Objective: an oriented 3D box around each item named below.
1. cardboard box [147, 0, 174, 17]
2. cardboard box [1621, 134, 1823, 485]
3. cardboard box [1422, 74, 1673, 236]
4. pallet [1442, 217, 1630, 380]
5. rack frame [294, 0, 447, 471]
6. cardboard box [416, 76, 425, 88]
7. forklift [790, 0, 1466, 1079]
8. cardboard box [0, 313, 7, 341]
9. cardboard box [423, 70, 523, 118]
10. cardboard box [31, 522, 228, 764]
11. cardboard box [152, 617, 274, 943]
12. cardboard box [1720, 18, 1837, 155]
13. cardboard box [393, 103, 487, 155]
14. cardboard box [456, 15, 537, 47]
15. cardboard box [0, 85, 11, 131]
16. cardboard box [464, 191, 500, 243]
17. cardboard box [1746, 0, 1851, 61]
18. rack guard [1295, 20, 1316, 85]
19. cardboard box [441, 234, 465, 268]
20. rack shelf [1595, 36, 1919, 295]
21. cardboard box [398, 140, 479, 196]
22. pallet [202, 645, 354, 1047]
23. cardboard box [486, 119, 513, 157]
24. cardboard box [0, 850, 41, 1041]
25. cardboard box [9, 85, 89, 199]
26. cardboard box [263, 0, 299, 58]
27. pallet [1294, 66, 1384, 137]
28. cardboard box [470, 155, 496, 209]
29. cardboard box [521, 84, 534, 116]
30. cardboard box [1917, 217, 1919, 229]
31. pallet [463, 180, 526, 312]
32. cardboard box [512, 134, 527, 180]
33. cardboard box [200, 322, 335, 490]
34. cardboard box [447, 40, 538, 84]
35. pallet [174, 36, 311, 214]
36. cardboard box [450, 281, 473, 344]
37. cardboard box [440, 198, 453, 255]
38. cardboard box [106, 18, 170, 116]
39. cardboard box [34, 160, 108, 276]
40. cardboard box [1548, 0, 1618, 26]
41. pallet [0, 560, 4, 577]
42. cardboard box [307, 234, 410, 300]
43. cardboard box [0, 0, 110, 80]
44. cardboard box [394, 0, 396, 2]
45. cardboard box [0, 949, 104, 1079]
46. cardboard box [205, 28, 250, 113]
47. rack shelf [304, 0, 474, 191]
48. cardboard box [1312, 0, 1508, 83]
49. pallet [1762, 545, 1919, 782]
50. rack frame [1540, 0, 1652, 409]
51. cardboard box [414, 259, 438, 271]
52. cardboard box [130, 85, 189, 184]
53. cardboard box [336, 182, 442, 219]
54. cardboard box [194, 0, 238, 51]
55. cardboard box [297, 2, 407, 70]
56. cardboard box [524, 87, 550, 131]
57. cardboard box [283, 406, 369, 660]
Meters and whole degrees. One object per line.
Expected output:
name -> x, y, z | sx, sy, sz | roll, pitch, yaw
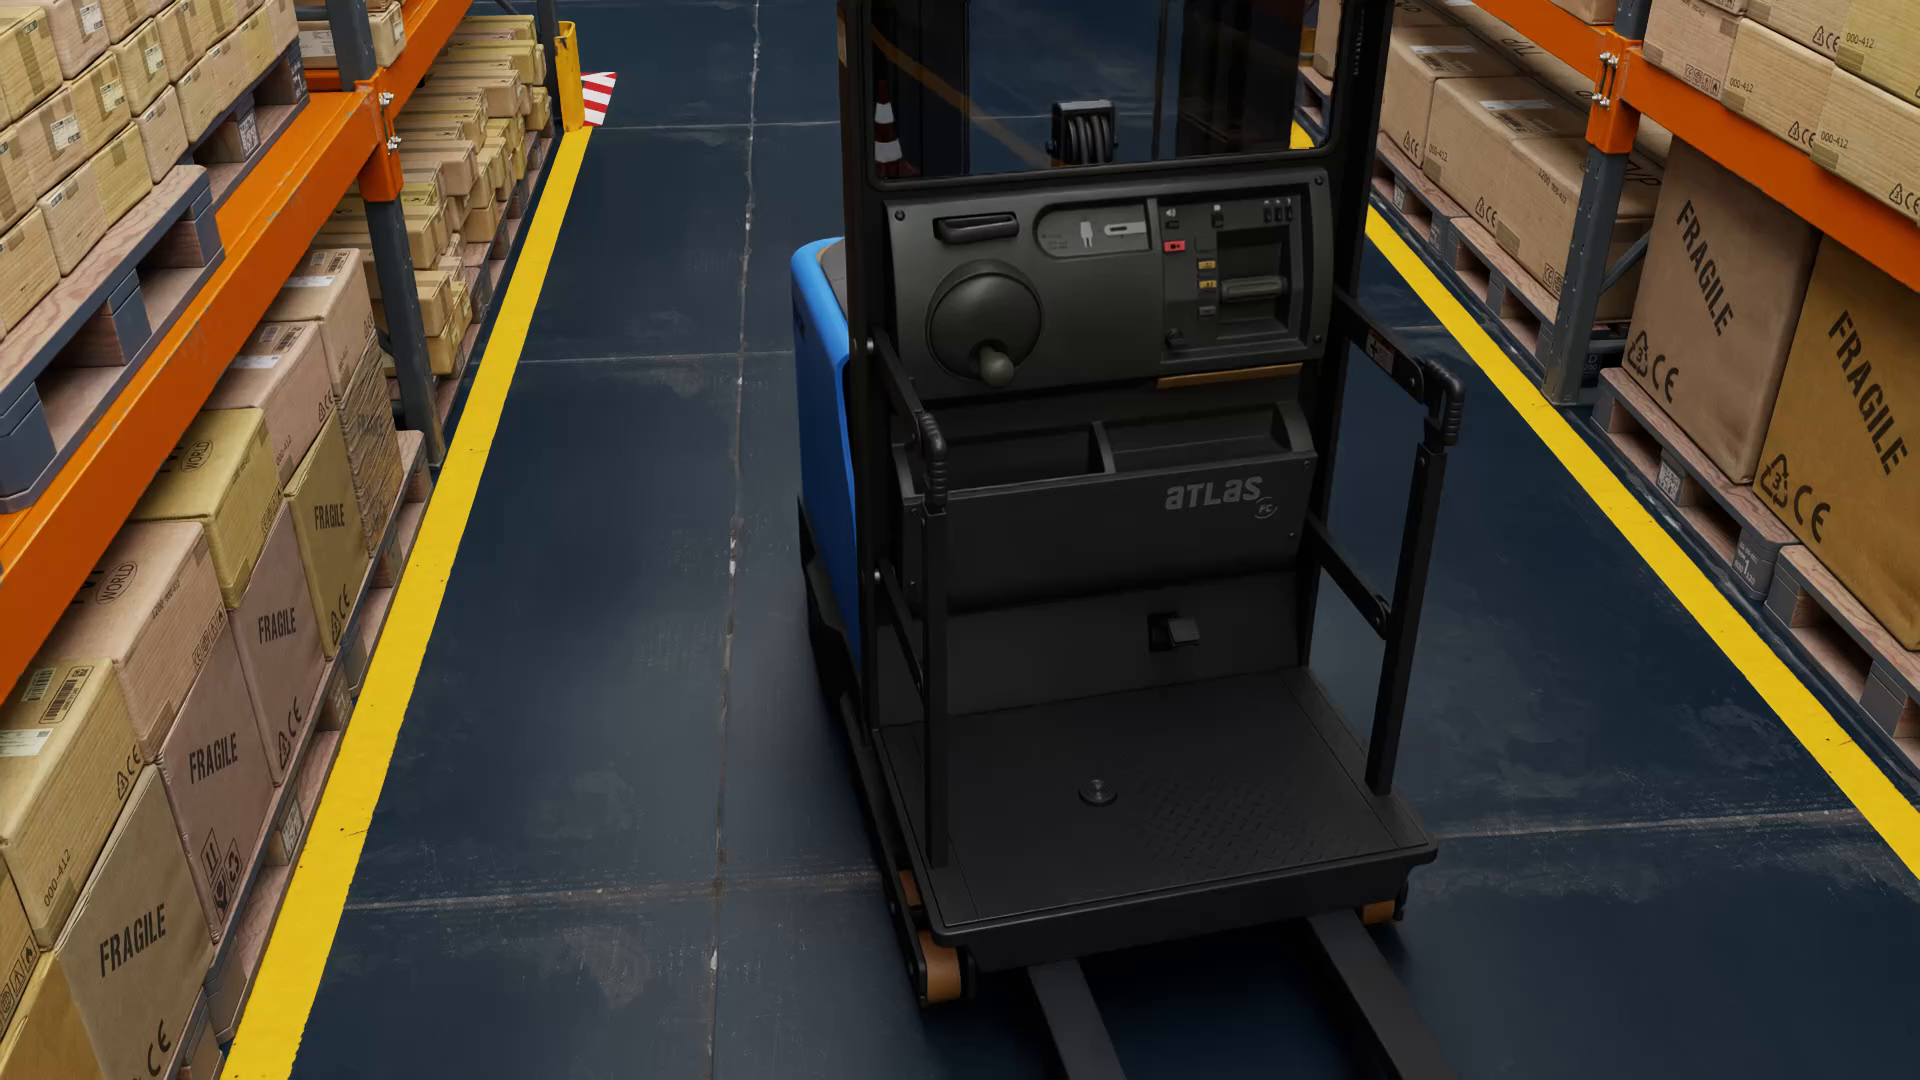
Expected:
cardboard box -> -1.963, -1.262, 3.694 | 0.380, 0.149, 0.250 | -3, 31, -5
cardboard box -> 2.789, -0.777, 5.289 | 0.875, 0.875, 0.875 | -2, 31, -3
cardboard box -> 2.615, -1.685, 7.235 | 0.875, 0.438, 0.875 | -4, 31, -6
pallet -> 2.658, -1.017, 6.747 | 1.003, 0.211, 1.213 | -3, 31, -5
rack frame -> -2.268, -1.533, 4.892 | 1.000, 3.000, 0.127 | -3, 31, -5
cardboard box -> -2.768, -2.116, 7.949 | 0.380, 0.149, 0.250 | -2, 31, -4
forklift -> 0.369, -0.479, 3.193 | 1.130, 2.935, 3.031 | -7, 32, -12
cardboard box -> -1.840, -0.350, 2.746 | 0.380, 0.149, 0.250 | -2, 31, -3
cardboard box -> -2.181, -2.002, 7.467 | 0.380, 0.149, 0.250 | -2, 31, -3
cardboard box -> -1.798, 0.204, 3.280 | 0.500, 0.250, 0.500 | -3, 31, -4
cardboard box -> -1.809, 0.510, 3.499 | 0.500, 0.500, 0.500 | -4, 31, -6
cardboard box -> 2.479, -1.256, 4.574 | 0.500, 0.250, 0.500 | -3, 31, -6
cardboard box -> -2.214, -1.730, 7.011 | 0.380, 0.149, 0.250 | -3, 31, -4
cardboard box -> -2.340, -2.529, 8.349 | 0.380, 0.149, 0.250 | -2, 31, -4
cardboard box -> -1.869, -0.735, 2.811 | 0.380, 0.149, 0.250 | -2, 31, -3
cardboard box -> -2.144, -1.351, 6.958 | 0.380, 0.149, 0.250 | -4, 31, -6
cardboard box -> 2.488, -1.469, 4.443 | 0.500, 0.250, 0.500 | -2, 31, -4
rack guard -> 2.275, -2.803, 9.456 | 1.175, 0.500, 0.348 | -3, 31, -5
cardboard box -> -2.155, -1.078, 6.501 | 0.380, 0.149, 0.250 | -3, 31, -6
rack shelf -> 2.838, -0.492, 3.850 | 1.077, 0.370, 4.000 | -3, 31, -5
cardboard box -> -2.123, -1.467, 6.571 | 0.380, 0.149, 0.250 | -2, 31, -4
pallet -> -2.077, 0.686, 3.896 | 1.003, 0.211, 1.213 | -3, 31, -5
cardboard box -> -2.191, -1.743, 7.323 | 0.380, 0.149, 0.250 | -1, 31, -2
cardboard box -> -1.718, 0.716, 2.423 | 0.500, 0.250, 0.500 | -4, 31, -7
cardboard box -> -1.890, -0.743, 3.113 | 0.380, 0.149, 0.250 | -2, 31, -3
cardboard box -> -2.034, -1.412, 4.525 | 0.380, 0.149, 0.250 | -3, 31, -6
pallet -> 2.430, -2.263, 8.832 | 1.003, 0.211, 1.213 | -3, 31, -5
cardboard box -> -2.140, -1.477, 6.878 | 0.380, 0.149, 0.250 | -3, 31, -5
cardboard box -> -2.258, -2.139, 7.986 | 0.380, 0.149, 0.250 | -4, 31, -7
cardboard box -> 2.549, -0.738, 3.707 | 0.500, 0.250, 0.500 | -3, 31, -5
pallet -> -2.483, -1.302, 7.223 | 1.003, 0.211, 1.213 | -3, 31, -5
cardboard box -> -2.199, -1.755, 7.634 | 0.380, 0.149, 0.250 | -4, 31, -7
cardboard box -> -1.912, -0.331, 4.176 | 0.500, 0.250, 0.500 | -1, 31, -2
cardboard box -> -2.223, -2.272, 7.919 | 0.380, 0.149, 0.250 | -3, 31, -6
pallet -> -2.341, -1.054, 4.276 | 1.003, 0.211, 1.213 | -3, 31, -5
cardboard box -> -2.007, -0.827, 6.080 | 0.380, 0.149, 0.250 | -2, 31, -3
cardboard box -> -2.177, -1.203, 6.420 | 0.380, 0.149, 0.250 | -4, 31, -7
cardboard box -> -1.935, -1.006, 3.555 | 0.380, 0.149, 0.250 | -4, 31, -7
cardboard box -> -1.884, -0.611, 3.184 | 0.380, 0.149, 0.250 | -4, 31, -6
cardboard box -> 2.353, -2.089, 5.725 | 0.500, 0.500, 0.500 | -2, 31, -4
pallet -> -2.067, 0.233, 2.123 | 1.213, 0.211, 1.003 | -3, 31, -5
cardboard box -> -2.094, -0.931, 5.674 | 0.380, 0.149, 0.250 | -2, 31, -3
cardboard box -> -1.915, -1.000, 3.254 | 0.380, 0.149, 0.250 | -4, 31, -7
cardboard box -> -2.144, -1.848, 5.663 | 0.380, 0.149, 0.250 | -4, 31, -7
cardboard box -> -1.706, 1.028, 2.631 | 0.500, 0.500, 0.500 | -4, 31, -7
cardboard box -> -1.987, -1.152, 4.090 | 0.380, 0.149, 0.250 | -3, 31, -5
rack shelf -> -2.455, -2.245, 6.786 | 1.077, 0.370, 4.000 | -3, 31, -5
cardboard box -> 2.439, -2.612, 8.787 | 0.875, 0.438, 0.875 | -4, 31, -6
pallet -> 2.915, 0.390, 4.392 | 1.003, 0.211, 1.213 | -3, 31, -5
rack frame -> 2.651, -1.822, 5.375 | 1.000, 3.000, 0.127 | -3, 31, -5
cardboard box -> -2.096, -0.943, 5.983 | 0.380, 0.149, 0.250 | -3, 31, -4
cardboard box -> -1.933, -0.883, 3.638 | 0.380, 0.149, 0.250 | -4, 31, -7
cardboard box -> -2.133, -1.201, 6.126 | 0.380, 0.149, 0.250 | -3, 31, -5
cardboard box -> -1.988, -1.278, 4.011 | 0.380, 0.149, 0.250 | -1, 31, -2
cardboard box -> -1.969, -1.586, 5.225 | 0.380, 0.149, 0.250 | -2, 31, -3
cardboard box -> -2.260, -2.147, 8.289 | 0.380, 0.149, 0.250 | -2, 31, -3
cardboard box -> -1.900, -0.013, 4.374 | 0.500, 0.500, 0.500 | -3, 31, -6
